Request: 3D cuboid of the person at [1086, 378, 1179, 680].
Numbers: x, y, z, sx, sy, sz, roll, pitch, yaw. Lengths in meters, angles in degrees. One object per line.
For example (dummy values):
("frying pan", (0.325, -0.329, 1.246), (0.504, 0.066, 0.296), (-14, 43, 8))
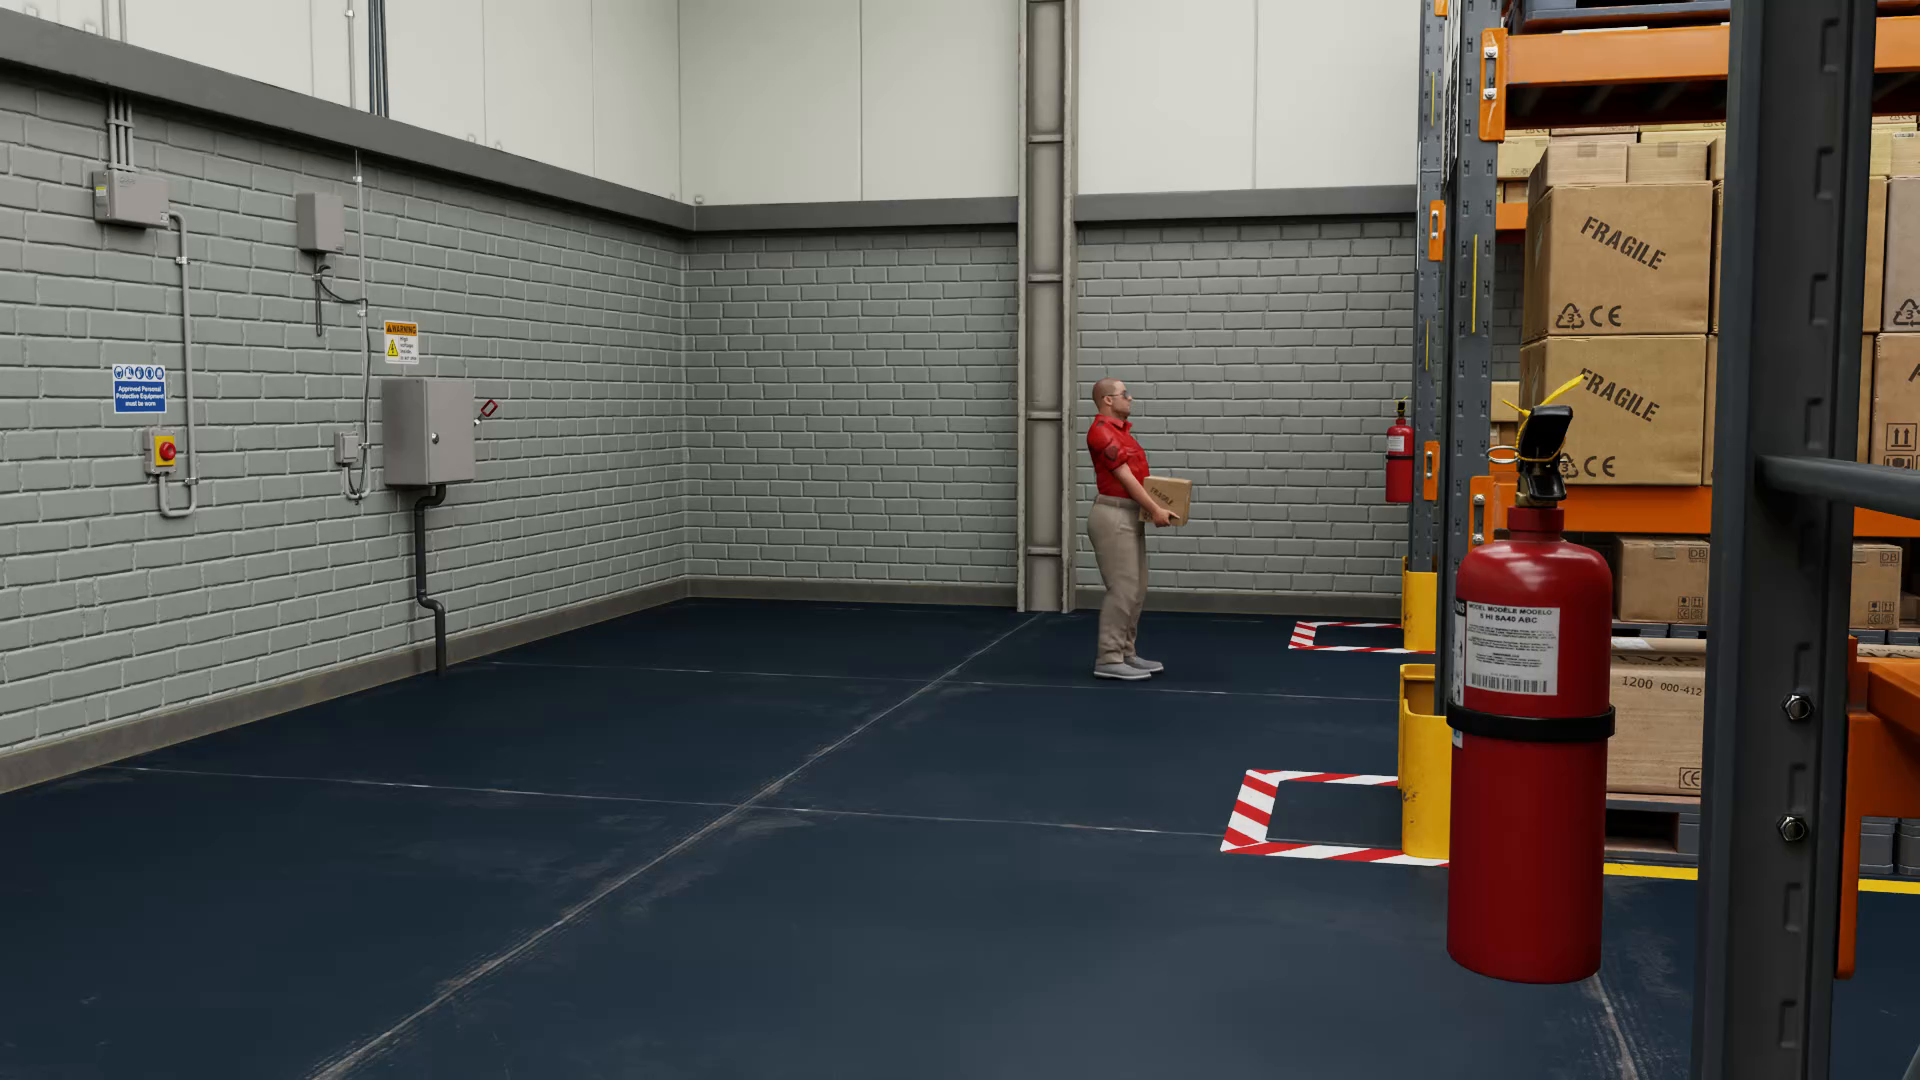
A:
("person", (1.011, -0.073, 9.563), (0.538, 1.712, 0.493), (1, 5, 14))
